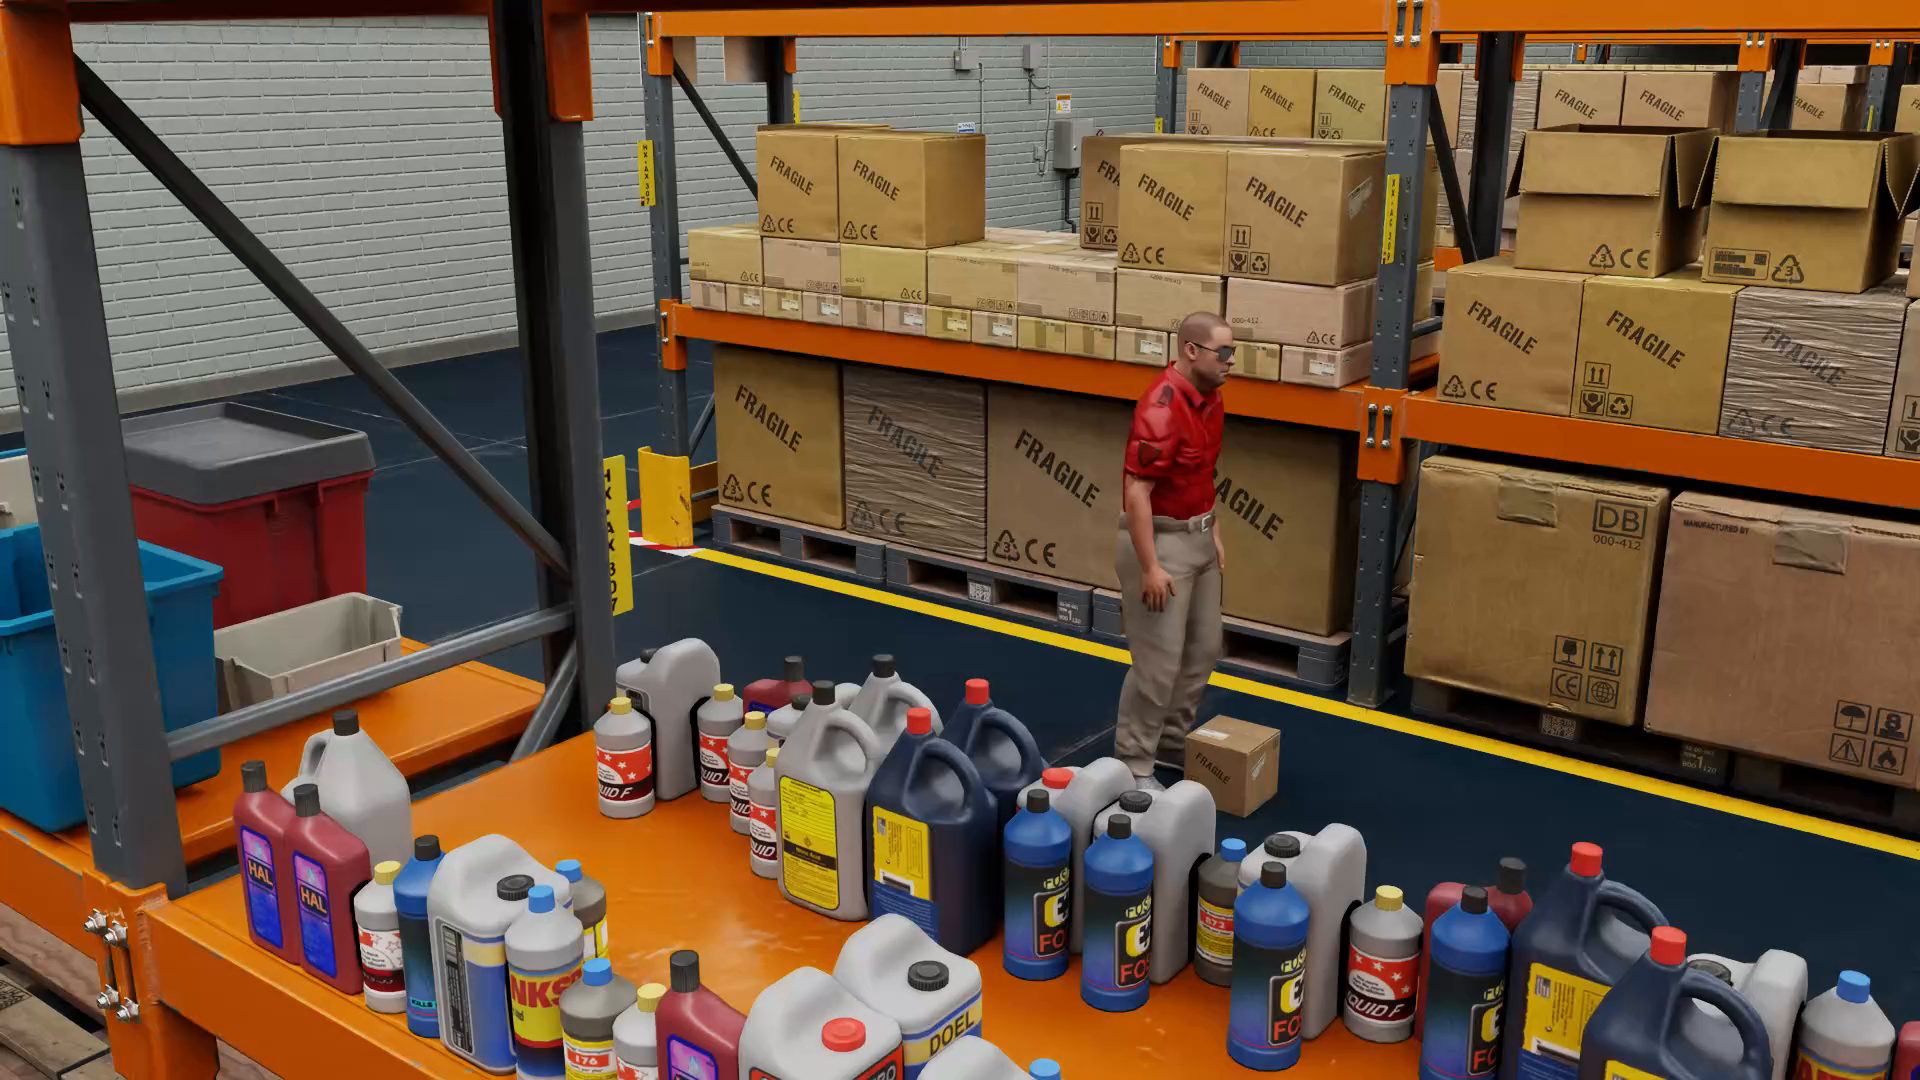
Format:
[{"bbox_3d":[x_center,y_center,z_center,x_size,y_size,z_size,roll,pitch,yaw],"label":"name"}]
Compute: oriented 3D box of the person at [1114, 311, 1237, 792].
[{"bbox_3d":[0.766,0.053,5.880,0.389,1.727,0.603,11,19,32],"label":"person"}]
